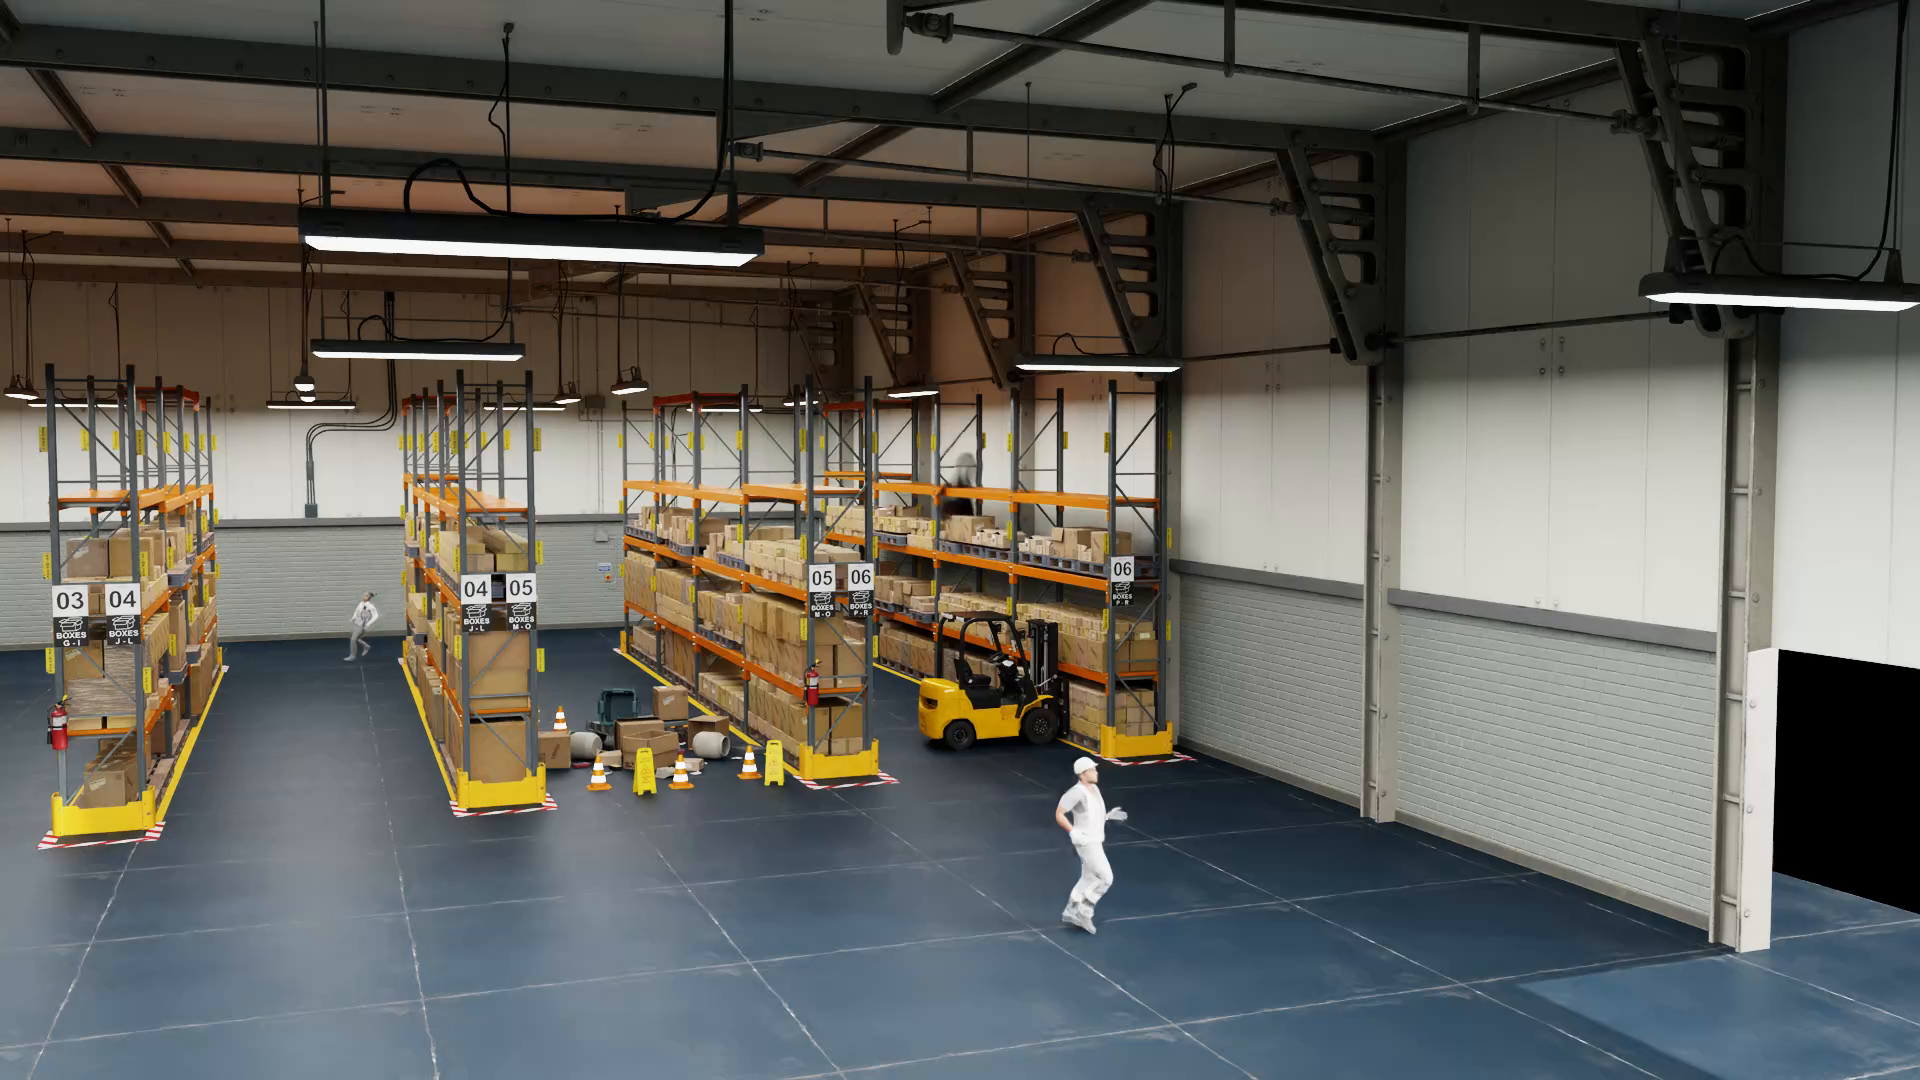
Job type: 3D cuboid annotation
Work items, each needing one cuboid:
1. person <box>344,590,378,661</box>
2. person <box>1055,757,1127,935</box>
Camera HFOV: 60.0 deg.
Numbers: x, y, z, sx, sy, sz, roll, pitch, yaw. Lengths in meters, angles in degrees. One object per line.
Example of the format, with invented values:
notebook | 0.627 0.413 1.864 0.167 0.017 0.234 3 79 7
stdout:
person | -13.719 1.960 38.108 0.683 1.617 0.685 3 4 40
person | 1.355 3.120 17.003 0.659 1.797 0.637 1 4 22
